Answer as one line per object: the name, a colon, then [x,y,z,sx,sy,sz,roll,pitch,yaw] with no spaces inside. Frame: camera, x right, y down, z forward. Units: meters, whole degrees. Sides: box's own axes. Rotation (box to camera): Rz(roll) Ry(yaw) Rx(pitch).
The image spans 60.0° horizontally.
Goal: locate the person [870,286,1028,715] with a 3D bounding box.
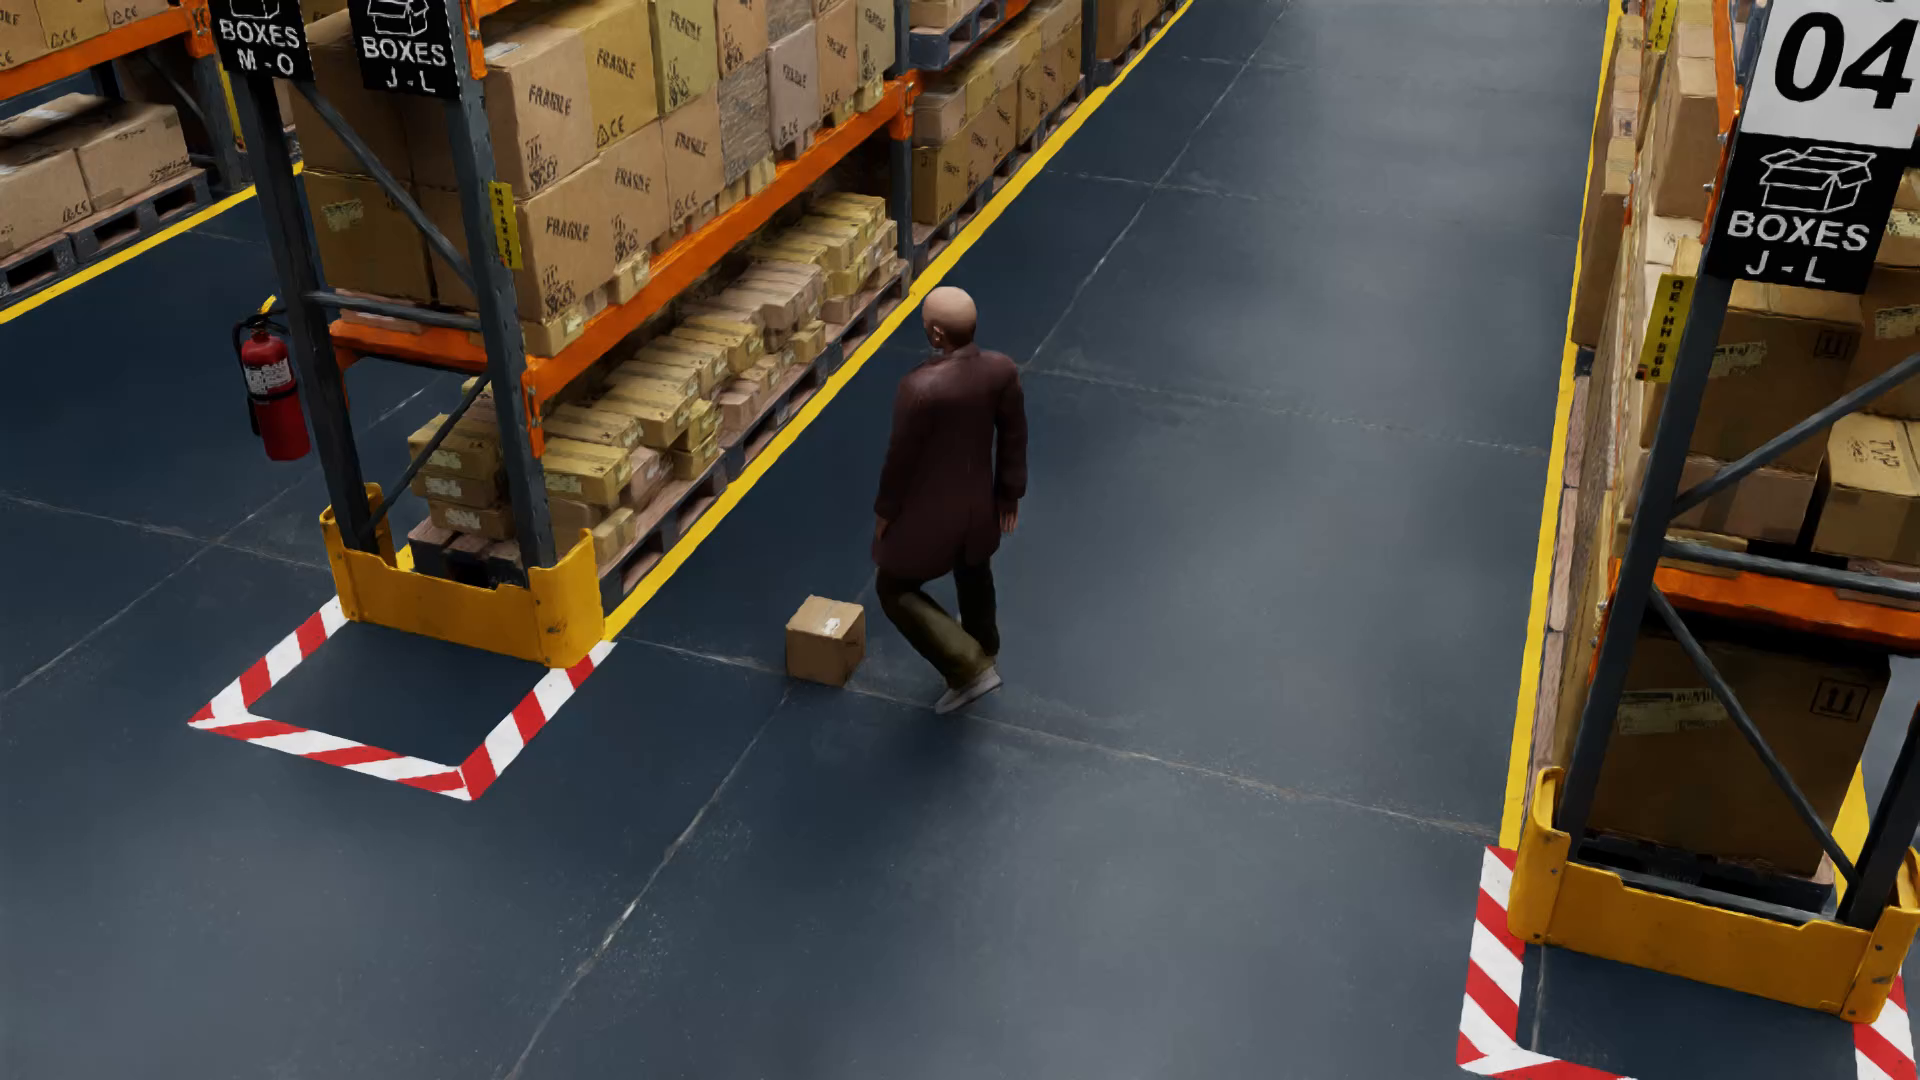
person: [0.008,-0.132,6.328,0.695,1.770,0.704,-26,41,-34]
